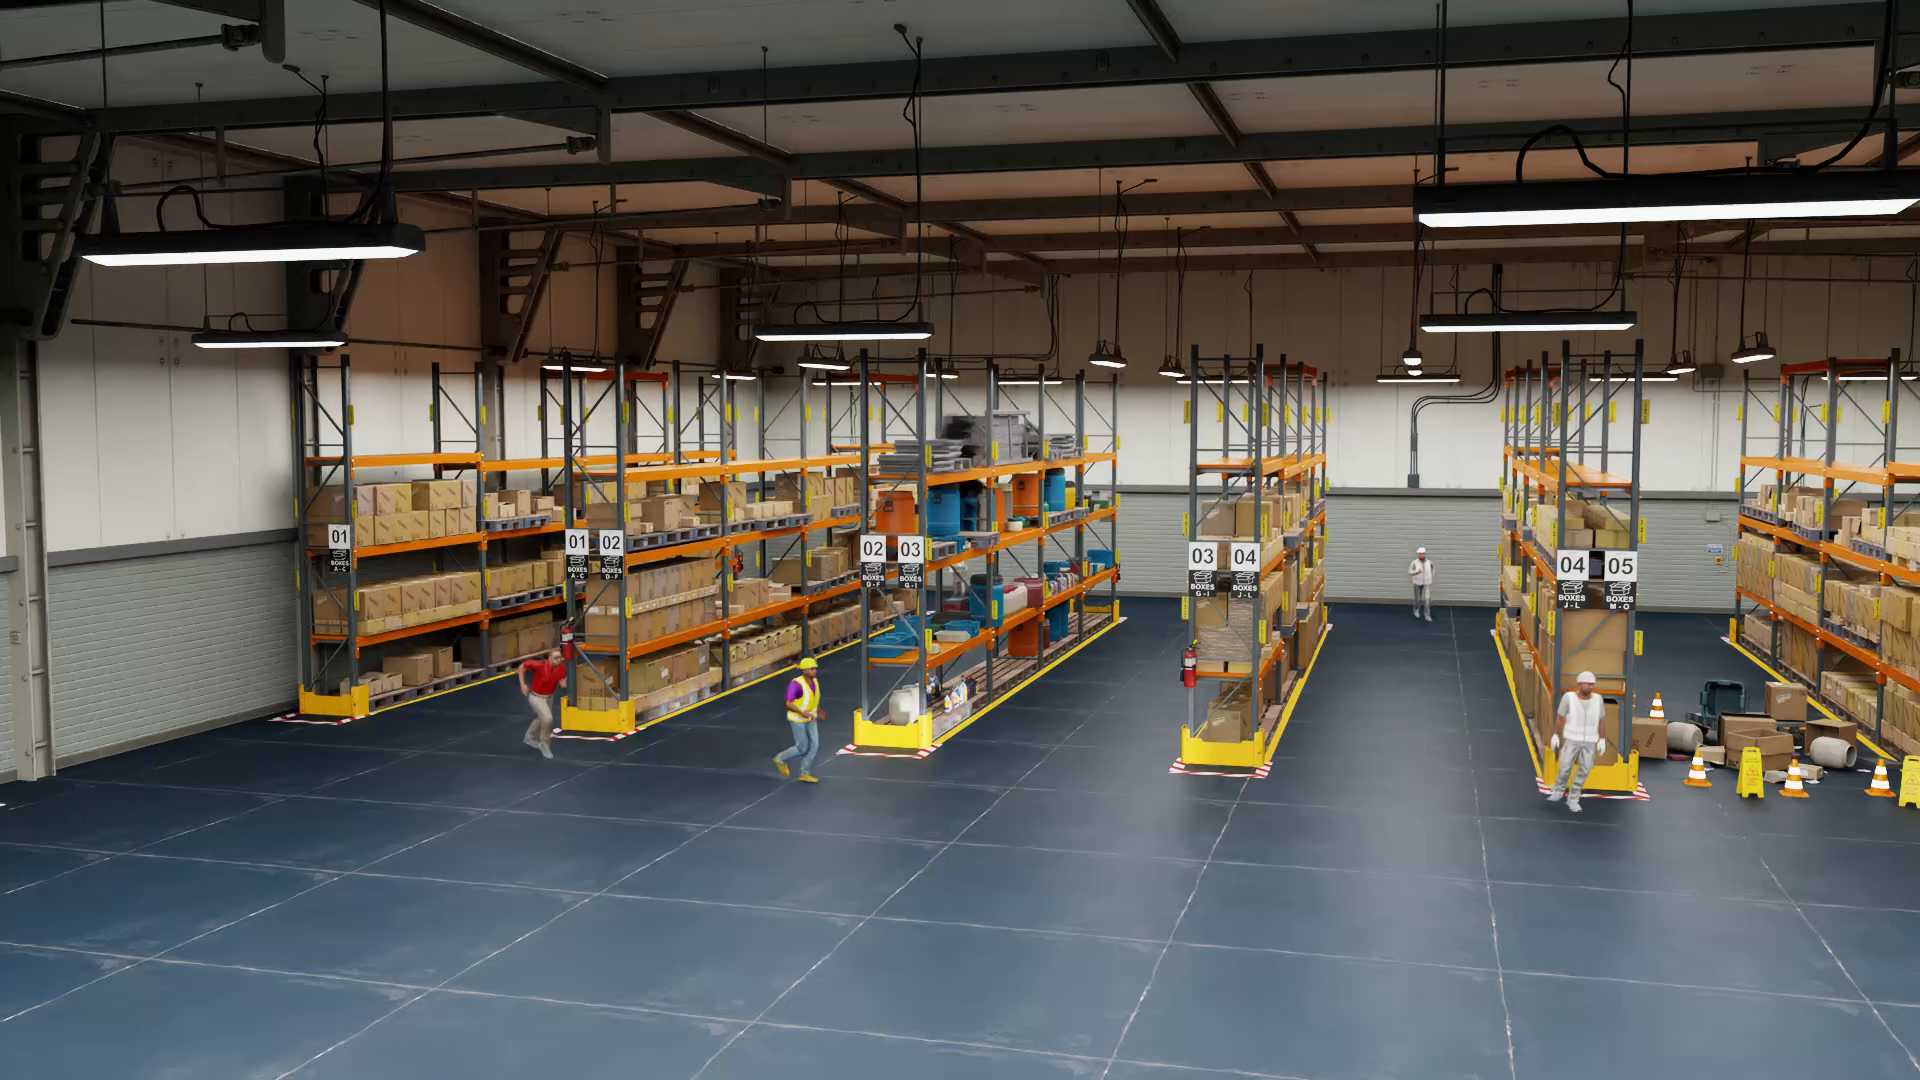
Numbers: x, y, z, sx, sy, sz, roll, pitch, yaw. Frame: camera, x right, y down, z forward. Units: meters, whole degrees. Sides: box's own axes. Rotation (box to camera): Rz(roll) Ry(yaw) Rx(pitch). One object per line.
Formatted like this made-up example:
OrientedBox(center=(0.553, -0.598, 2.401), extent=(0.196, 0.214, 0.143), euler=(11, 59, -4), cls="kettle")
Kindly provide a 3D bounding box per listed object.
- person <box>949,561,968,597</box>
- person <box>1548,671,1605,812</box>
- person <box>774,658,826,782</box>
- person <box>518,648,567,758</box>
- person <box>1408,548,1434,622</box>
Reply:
OrientedBox(center=(-0.031, 1.048, 41.848), extent=(0.520, 1.626, 0.824), euler=(-1, 4, -10), cls="person")
OrientedBox(center=(7.810, 2.542, 21.055), extent=(0.655, 1.800, 0.467), euler=(0, 4, 3), cls="person")
OrientedBox(center=(-2.200, 2.453, 22.755), extent=(0.765, 1.713, 0.698), euler=(3, 5, 35), cls="person")
OrientedBox(center=(-6.173, 2.396, 24.461), extent=(1.021, 1.685, 0.711), euler=(4, 6, 43), cls="person")
OrientedBox(center=(11.212, 1.057, 40.393), extent=(0.679, 1.756, 0.976), euler=(0, 4, 4), cls="person")
